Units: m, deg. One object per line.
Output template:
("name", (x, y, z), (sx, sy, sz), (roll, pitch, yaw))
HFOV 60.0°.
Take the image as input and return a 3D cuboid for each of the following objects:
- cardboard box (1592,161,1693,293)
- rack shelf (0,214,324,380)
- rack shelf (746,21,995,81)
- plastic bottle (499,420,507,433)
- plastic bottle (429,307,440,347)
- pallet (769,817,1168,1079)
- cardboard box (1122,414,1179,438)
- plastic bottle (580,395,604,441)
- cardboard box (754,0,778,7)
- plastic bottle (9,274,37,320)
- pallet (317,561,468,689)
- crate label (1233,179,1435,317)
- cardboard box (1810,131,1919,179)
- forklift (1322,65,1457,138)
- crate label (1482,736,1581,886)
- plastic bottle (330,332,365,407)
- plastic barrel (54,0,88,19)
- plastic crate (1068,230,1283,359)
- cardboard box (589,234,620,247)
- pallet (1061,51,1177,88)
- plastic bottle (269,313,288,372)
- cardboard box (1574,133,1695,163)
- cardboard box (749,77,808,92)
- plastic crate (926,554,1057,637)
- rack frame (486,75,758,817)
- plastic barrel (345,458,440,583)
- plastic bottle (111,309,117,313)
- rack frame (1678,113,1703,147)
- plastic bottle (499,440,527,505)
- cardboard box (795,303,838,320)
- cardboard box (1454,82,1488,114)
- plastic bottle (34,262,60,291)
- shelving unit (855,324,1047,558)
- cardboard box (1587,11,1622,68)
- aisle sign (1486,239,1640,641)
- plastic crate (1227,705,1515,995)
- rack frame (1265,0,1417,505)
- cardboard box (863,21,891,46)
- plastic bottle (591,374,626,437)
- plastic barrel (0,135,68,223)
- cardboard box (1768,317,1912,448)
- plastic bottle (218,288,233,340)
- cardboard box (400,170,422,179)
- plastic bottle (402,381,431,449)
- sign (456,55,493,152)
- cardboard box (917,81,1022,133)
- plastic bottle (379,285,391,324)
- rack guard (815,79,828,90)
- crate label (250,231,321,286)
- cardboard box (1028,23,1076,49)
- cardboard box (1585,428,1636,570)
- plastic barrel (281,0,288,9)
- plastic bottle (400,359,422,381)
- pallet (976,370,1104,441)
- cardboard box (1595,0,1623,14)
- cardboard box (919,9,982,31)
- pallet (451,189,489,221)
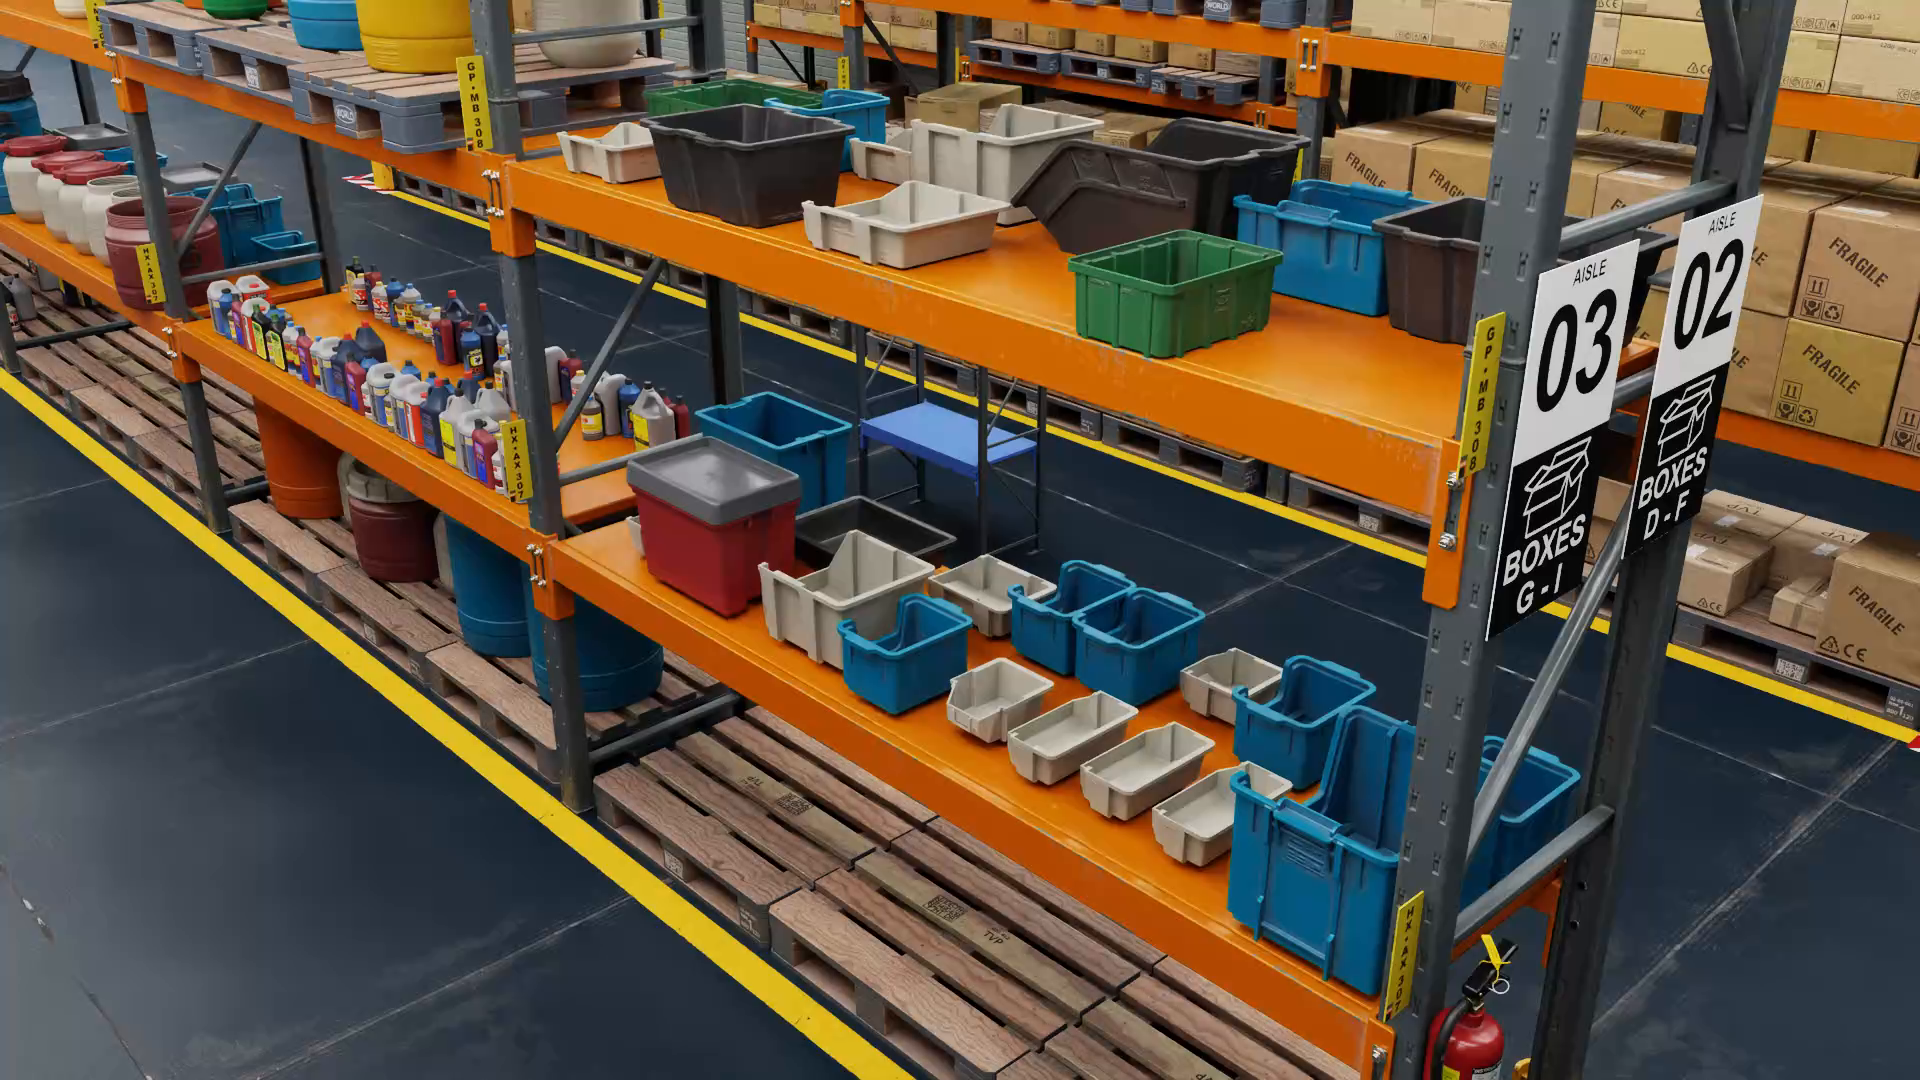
("cardboard box", (3.471, -1.550, 8.209), (0.500, 0.500, 0.500), (-20, 31, -37))
("rack shelf", (-5.422, -1.827, 11.008), (1.077, 0.370, 4.000), (-21, 32, -38))
("rack shelf", (-0.924, -5.849, 19.825), (1.077, 0.370, 4.000), (-21, 32, -38))
("plastic bottle", (-1.998, -0.426, 7.308), (0.097, 0.201, 0.097), (0, 25, 0))
("plastic bottle", (-2.778, -1.140, 8.874), (0.097, 0.201, 0.097), (0, 25, 0))
("pallet", (0.048, 1.514, 6.178), (1.003, 0.211, 1.213), (-21, 32, -38))
("cardboard box", (1.419, -1.024, 10.862), (0.500, 0.500, 0.500), (-21, 32, -38))
("plastic bottle", (-1.688, -0.564, 7.612), (0.097, 0.201, 0.097), (0, 25, 0))
("cardboard box", (-2.185, -6.835, 20.371), (0.500, 0.500, 0.500), (-21, 32, -38))
("plastic bottle", (-7.335, -1.910, 12.983), (0.144, 0.351, 0.185), (-21, 32, -38))
("pallet", (-2.656, 0.317, 8.801), (1.003, 0.211, 1.213), (-21, 32, -38))
("crate label", (1.018, -0.793, 4.439), (0.408, 0.251, 0.502), (-21, 32, -38))
("cardboard box", (6.764, -2.892, 12.114), (0.980, 0.700, 0.700), (-22, 33, -40))
("forklift", (2.888, -2.963, 12.714), (1.130, 2.935, 3.031), (-20, 31, -37))
("crate label", (1.484, 0.756, 4.608), (0.416, 0.233, 0.303), (-21, 32, -38))
("plastic bottle", (-2.941, -0.834, 8.023), (0.144, 0.351, 0.185), (-21, 32, -38))
("plastic barrel", (-5.095, -3.169, 9.636), (0.301, 0.262, 0.301), (0, 25, 0))
("plastic crate", (0.530, -0.611, 4.116), (0.450, 0.188, 0.336), (-21, 32, -38))
("cardboard box", (-3.076, -2.912, 15.326), (0.500, 0.250, 0.500), (-22, 33, -40))
("pallet", (1.794, -4.860, 17.020), (1.003, 0.211, 1.213), (-21, 32, -38))
("plastic bottle", (-3.463, -1.009, 8.488), (0.061, 0.283, 0.133), (-21, 32, -38))
("cardboard box", (3.528, -1.854, 8.875), (0.500, 0.500, 0.500), (-21, 32, -38))
("cardboard box", (-1.596, -3.502, 13.691), (0.500, 0.500, 0.500), (22, 32, 39))
("plastic crate", (0.088, 0.198, 5.947), (0.293, 0.136, 0.466), (-21, 32, -38))
("rack frame", (-1.321, -0.337, 6.874), (1.000, 3.000, 0.127), (-21, 32, -38))
("plastic barrel", (-2.937, -0.157, 8.879), (0.600, 0.588, 0.708), (-21, 32, -38))
("plastic bottle", (-6.687, -1.940, 13.146), (0.097, 0.271, 0.097), (0, 25, 0))
("rack frame", (5.910, -3.147, 13.034), (1.000, 3.000, 0.127), (-21, 32, -38))
("plastic bottle", (-1.827, -0.308, 6.960), (0.152, 0.276, 0.135), (-21, 32, -38))
("cardboard box", (-0.975, -1.983, 13.289), (0.500, 0.250, 0.500), (-20, 31, -37))
("cardboard box", (4.373, -3.862, 14.098), (0.500, 0.500, 0.500), (-20, 31, -37))
("plastic bottle", (-7.549, -2.220, 13.754), (0.152, 0.276, 0.135), (-21, 32, -38))
("shelving unit", (-0.058, -0.708, 9.495), (0.538, 1.500, 1.048), (-21, 32, -38))
("cardboard box", (3.128, -2.515, 8.216), (0.500, 0.250, 0.500), (-21, 32, -38))
("aisle sign", (1.248, -0.203, 3.448), (0.394, 0.787, 0.004), (-21, 32, -38))
("plastic crate", (1.048, 0.783, 4.304), (0.616, 0.435, 0.499), (-21, 32, -38))
("rack frame", (2.297, -1.741, 9.952), (1.000, 3.000, 0.127), (-21, 32, -38))
("cardboard box", (-0.792, -5.871, 19.161), (0.500, 0.250, 0.500), (-21, 32, -39))
("plastic bottle", (-1.610, -0.639, 7.687), (0.152, 0.276, 0.135), (-21, 32, -38))
("plastic barrel", (-6.295, -2.470, 11.387), (0.433, 0.535, 0.433), (0, 25, 0))
("cardboard box", (4.169, -0.789, 7.745), (0.500, 0.500, 0.500), (-21, 32, -38))
("plastic bottle", (-3.936, -1.224, 8.975), (0.097, 0.271, 0.097), (0, 25, 0))
("cardboard box", (-5.701, -4.091, 17.910), (0.500, 0.250, 0.500), (-21, 32, -38))
("plastic bottle", (-2.421, -0.571, 7.538), (0.152, 0.276, 0.135), (-21, 32, -38))
("sign", (-1.724, -1.550, 5.909), (0.100, 0.325, 0.005), (-21, 32, -38))
("cardboard box", (0.076, -3.030, 12.152), (0.500, 0.500, 0.700), (12, 27, 25))
("plastic bottle", (-3.178, -1.317, 9.262), (0.097, 0.201, 0.097), (0, 25, 0))
("rack guard", (-2.240, -5.622, 21.472), (1.175, 0.500, 0.348), (-21, 32, -38))
("crate label", (-4.070, -1.706, 10.078), (0.303, 0.233, 0.416), (-21, 32, -38))
("cardboard box", (1.142, -5.481, 17.501), (0.700, 0.500, 0.500), (-17, 30, -33))
("cardboard box", (3.585, -0.237, 9.134), (0.797, 0.503, 0.637), (-21, 32, -38))
("plastic barrel", (-3.215, -2.758, 8.228), (0.301, 0.262, 0.301), (0, 25, 0))
("plastic bottle", (-2.593, -0.721, 7.872), (0.097, 0.271, 0.097), (0, 25, 0))
("pallet", (0.875, -1.077, 11.858), (1.003, 0.211, 1.213), (-21, 32, -38))
("cardboard box", (3.124, -2.741, 8.109), (0.500, 0.250, 0.500), (-21, 32, -38))
("cardboard box", (-0.106, -5.908, 18.340), (0.500, 0.500, 0.500), (-21, 32, -39))
("pallet", (-4.522, -3.518, 17.208), (1.003, 0.211, 1.213), (-21, 32, -38))
